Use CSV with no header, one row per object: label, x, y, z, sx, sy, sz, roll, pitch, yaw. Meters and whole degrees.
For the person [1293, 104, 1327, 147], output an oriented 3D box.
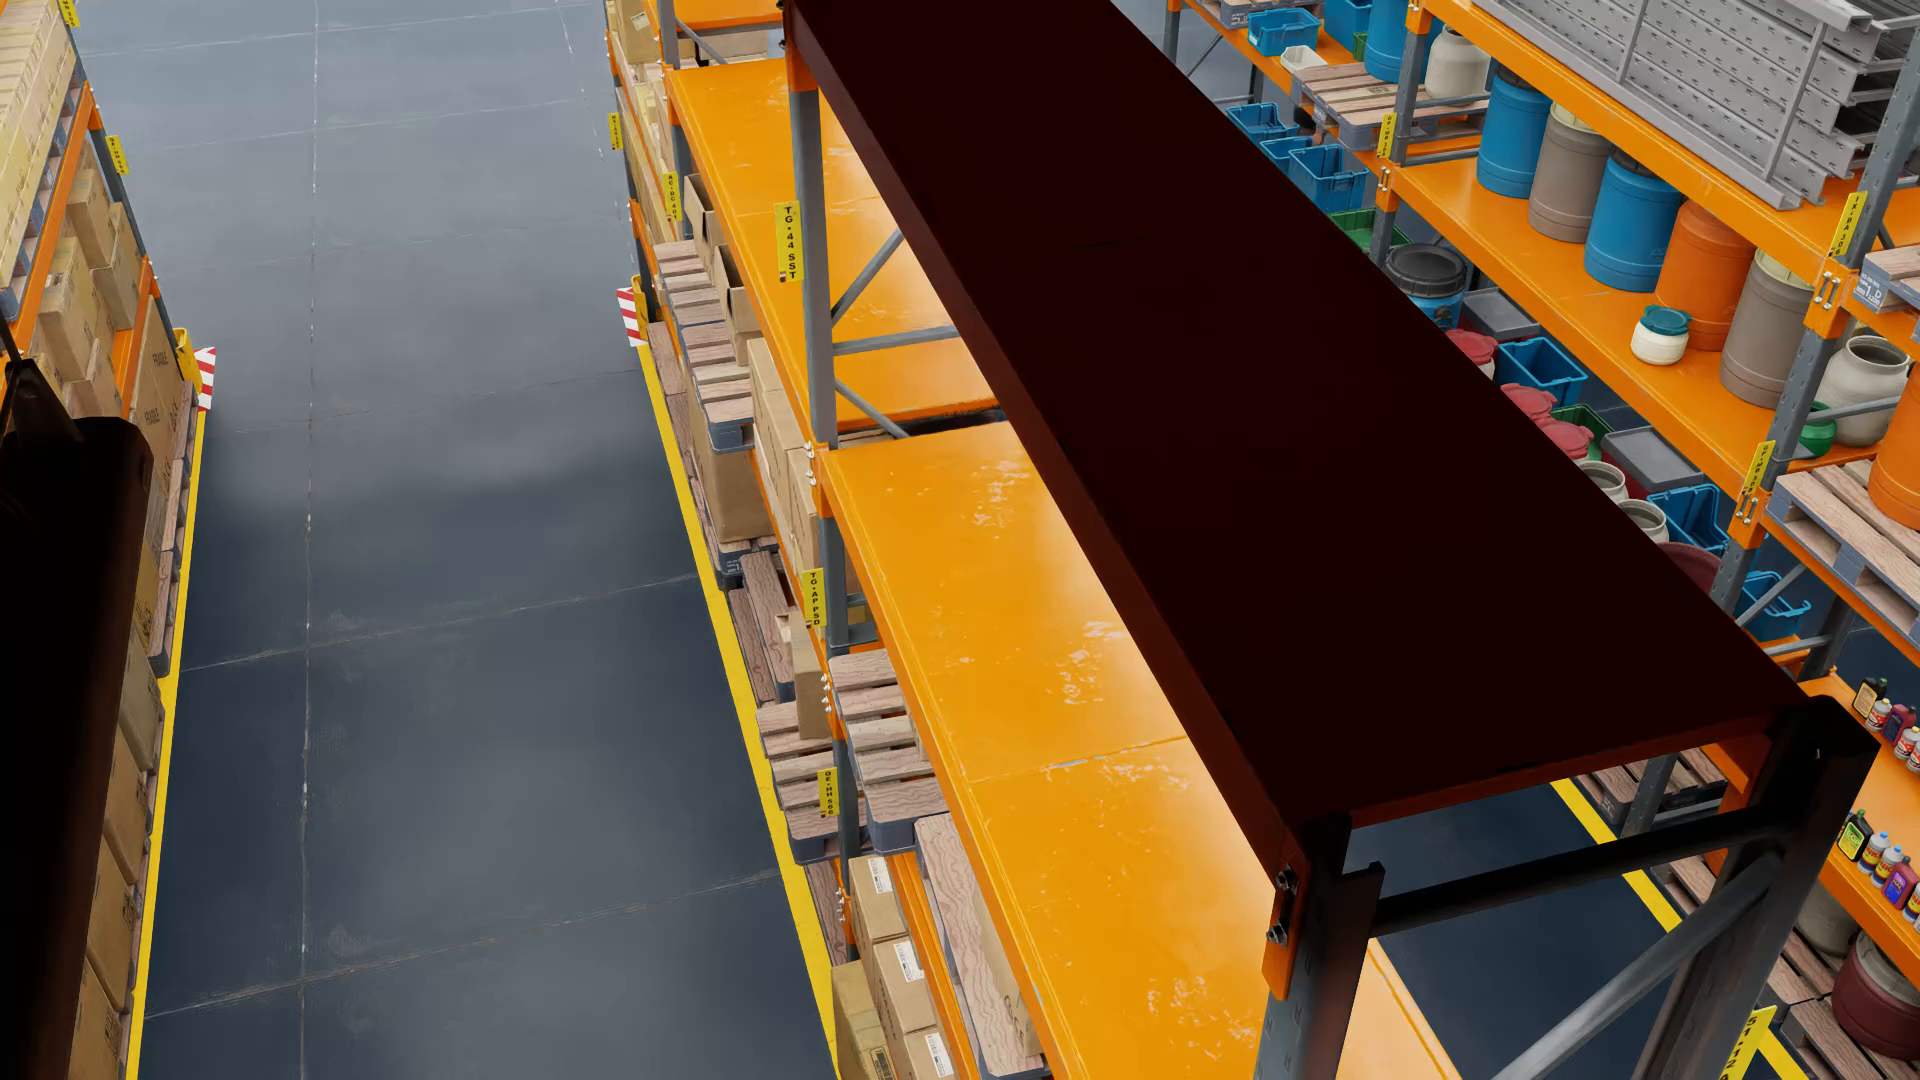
person,3.511,-4.157,16.717,0.535,1.732,0.635,-1,38,-2
